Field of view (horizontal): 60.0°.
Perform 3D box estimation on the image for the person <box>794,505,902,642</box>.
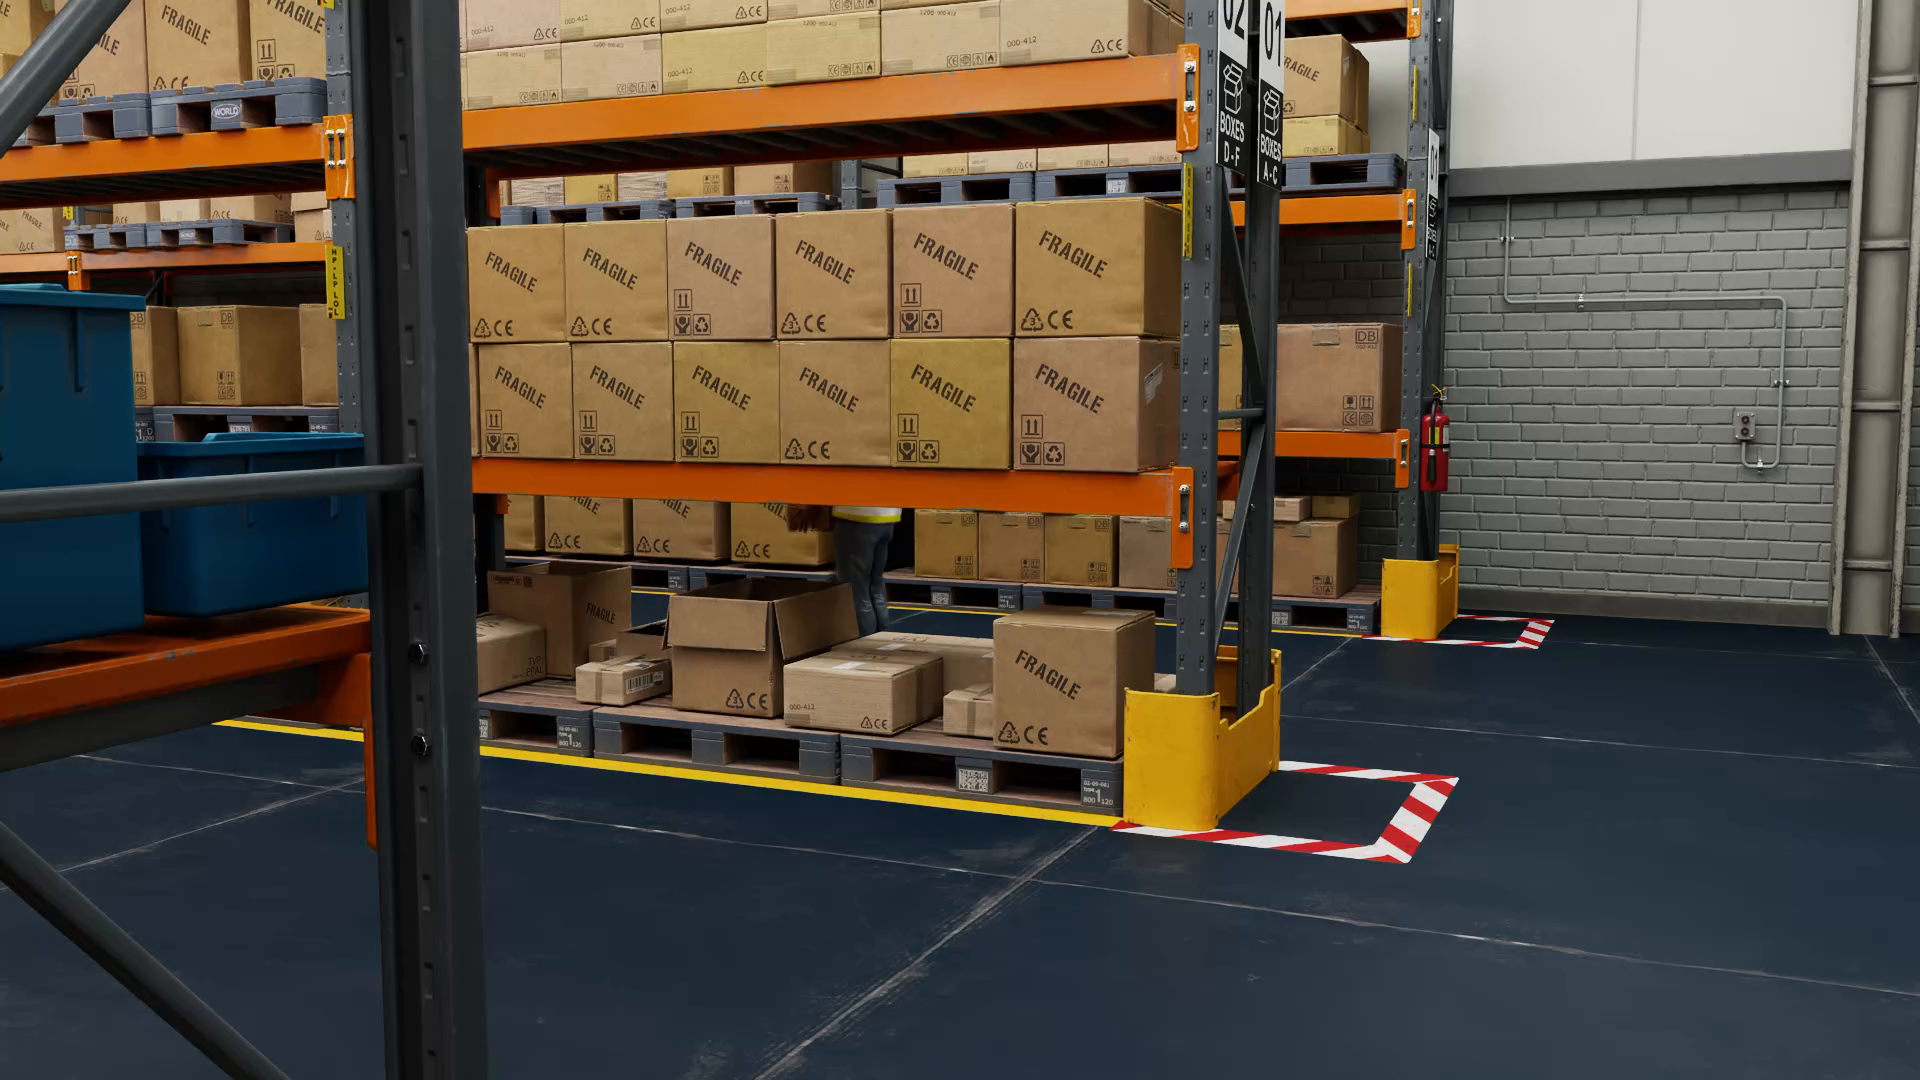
[{"bbox_3d":[-0.579,-0.099,8.919,0.559,1.772,0.524,2,6,24],"label":"person"}]
